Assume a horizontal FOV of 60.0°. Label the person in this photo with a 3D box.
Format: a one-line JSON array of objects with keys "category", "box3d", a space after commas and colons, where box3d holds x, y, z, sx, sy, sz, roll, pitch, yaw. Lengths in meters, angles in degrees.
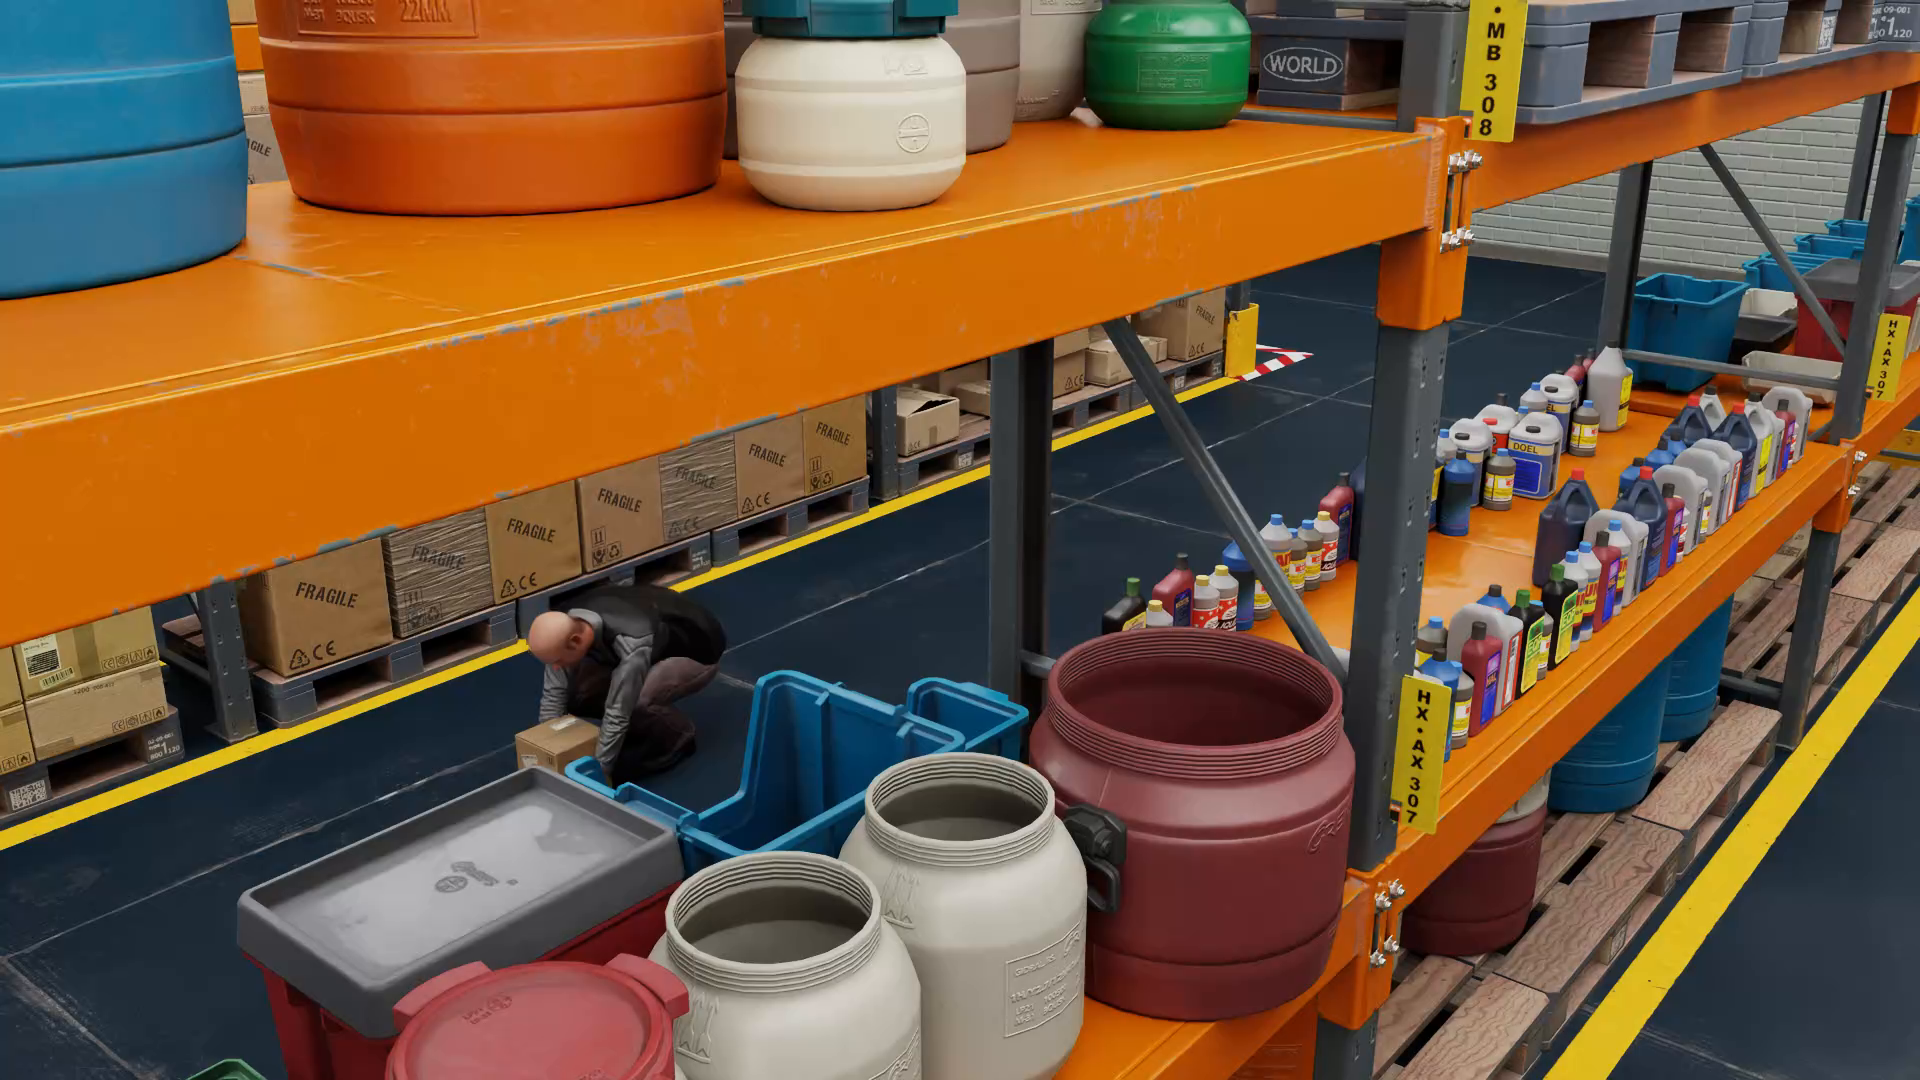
[{"category": "person", "box3d": [-1.325, 0.554, 6.565, 0.521, 0.826, 0.896, 16, 25, 36]}]
